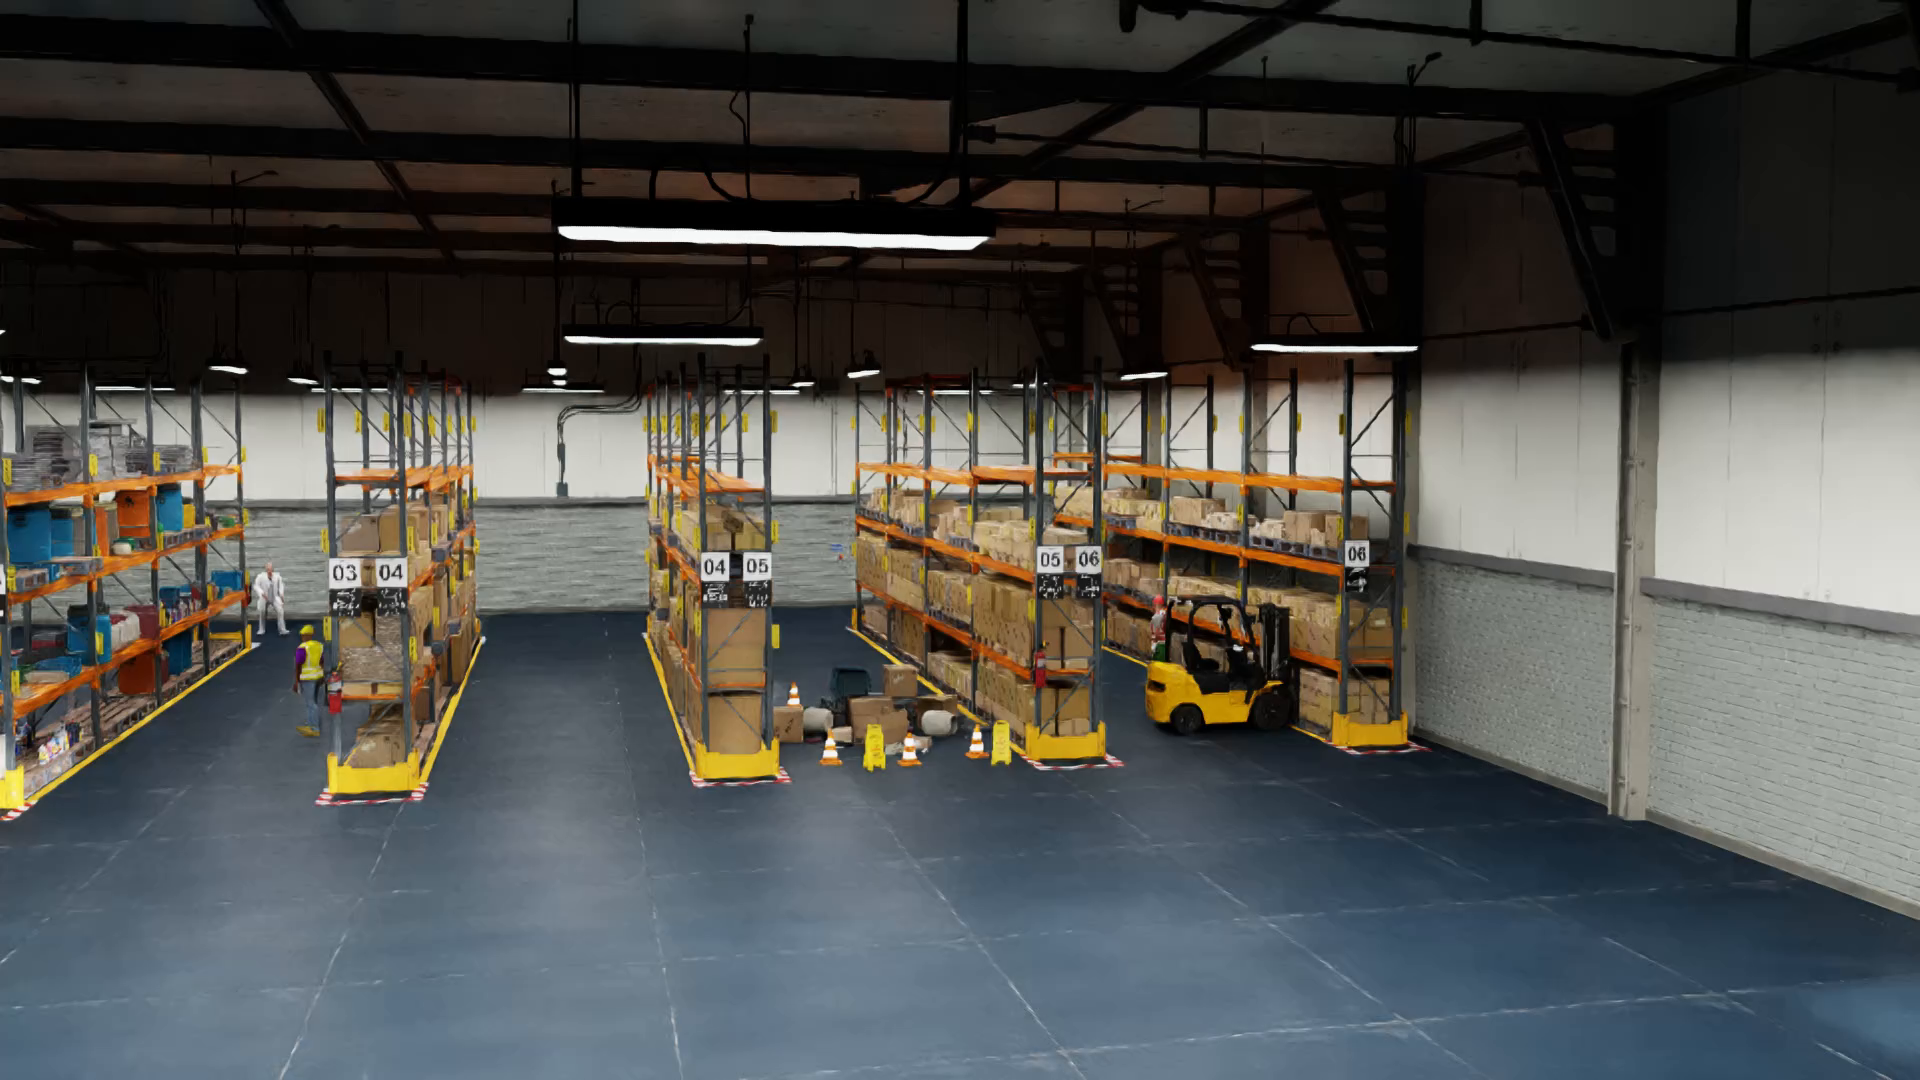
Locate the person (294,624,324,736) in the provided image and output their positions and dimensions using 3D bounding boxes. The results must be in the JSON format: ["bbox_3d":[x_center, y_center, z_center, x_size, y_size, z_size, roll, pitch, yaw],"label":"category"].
[{"bbox_3d":[-10.531,2.238,26.834,0.569,1.763,0.673,1,4,12],"label":"person"}]

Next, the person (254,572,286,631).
[{"bbox_3d":[-16.429,1.445,39.541,0.704,1.426,0.769,-2,5,-31],"label":"person"}]

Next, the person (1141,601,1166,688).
[{"bbox_3d":[3.687,1.947,31.202,0.575,1.739,0.661,1,4,11],"label":"person"}]
